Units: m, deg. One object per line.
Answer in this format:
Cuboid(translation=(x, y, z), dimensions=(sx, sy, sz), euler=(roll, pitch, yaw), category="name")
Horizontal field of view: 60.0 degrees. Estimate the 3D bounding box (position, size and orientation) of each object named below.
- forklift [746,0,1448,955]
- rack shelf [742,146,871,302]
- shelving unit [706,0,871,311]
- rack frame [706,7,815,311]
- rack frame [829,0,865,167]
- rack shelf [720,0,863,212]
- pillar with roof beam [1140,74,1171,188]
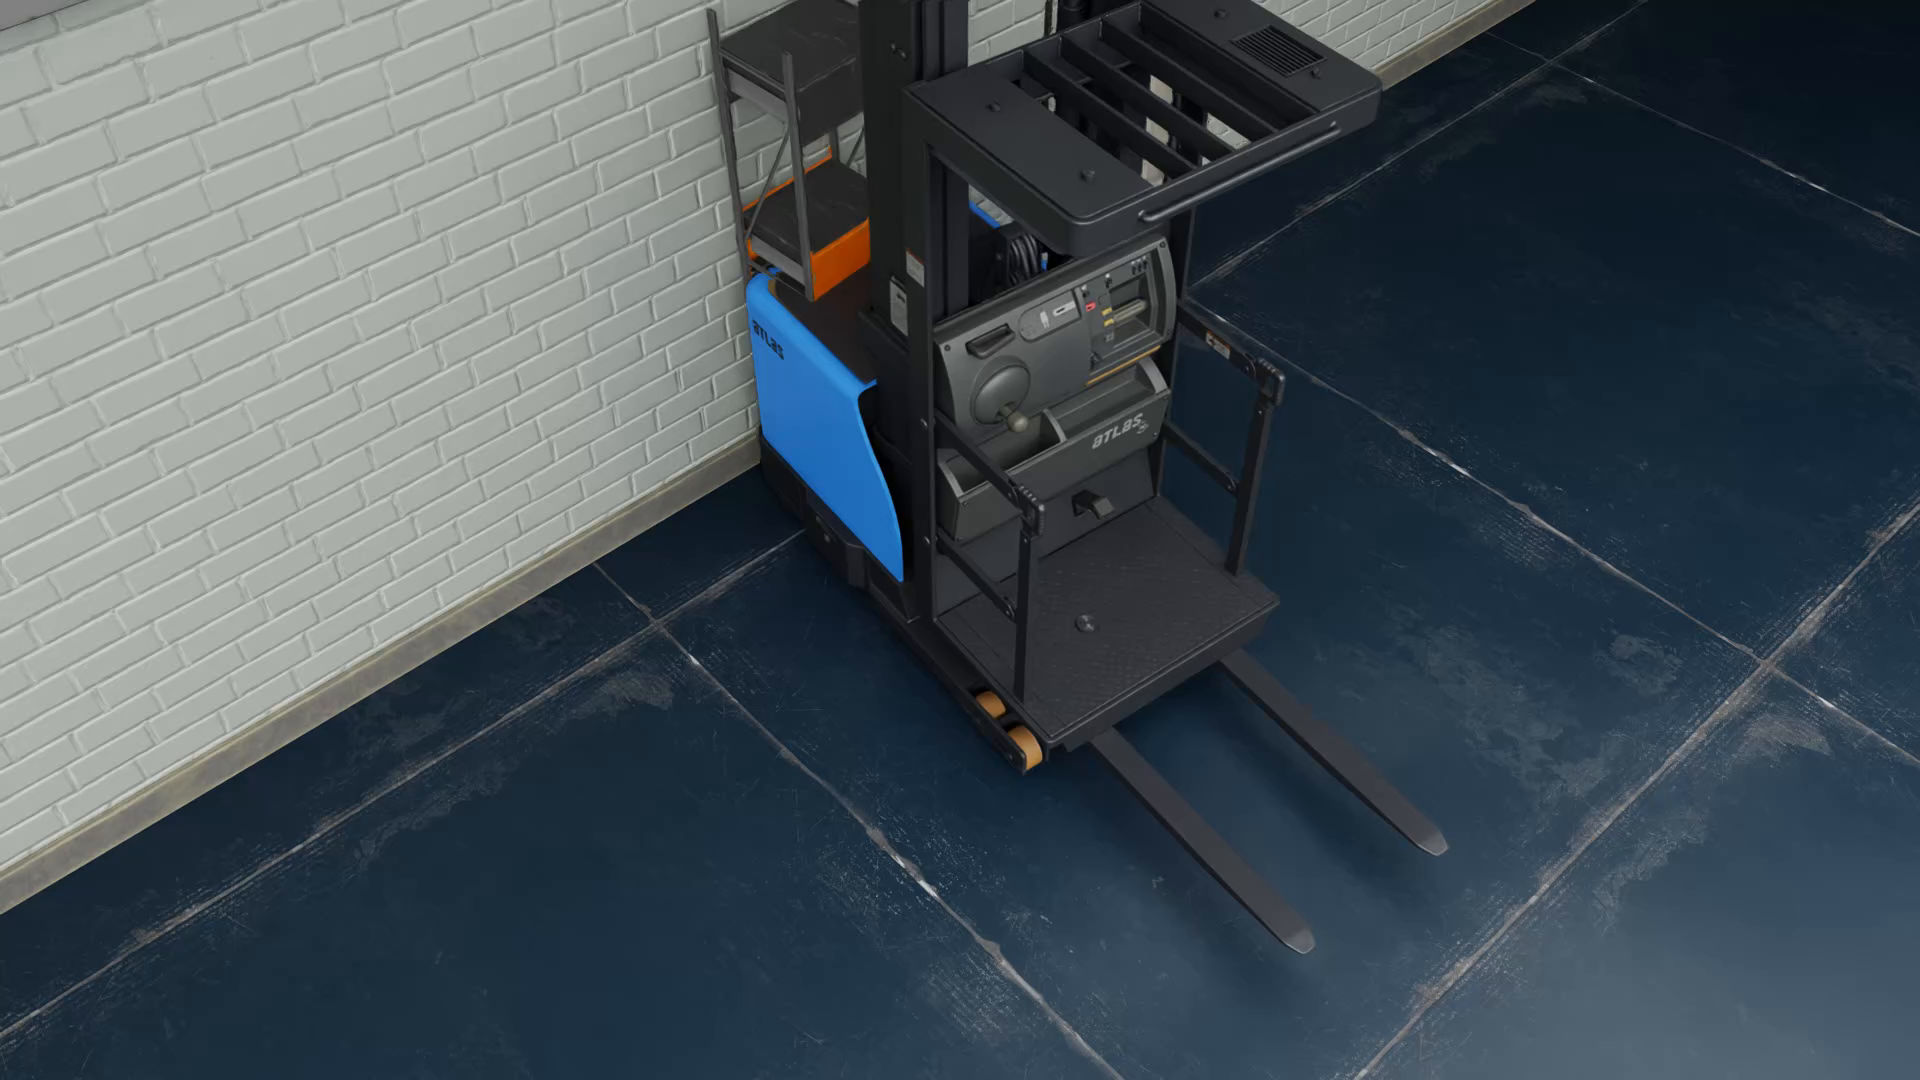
Cuboid(translation=(0.457, -0.577, 5.288), dimensions=(1.130, 2.935, 3.031), euler=(-28, 53, -24), category="forklift")
Cuboid(translation=(-0.510, -1.088, 6.299), dimensions=(0.431, 0.518, 0.480), euler=(36, 58, 27), category="rack shelf")
Cuboid(translation=(-0.510, -1.096, 6.289), dimensions=(0.431, 2.100, 0.503), euler=(36, 58, 27), category="shelving unit")
Cuboid(translation=(-0.678, -0.962, 6.175), dimensions=(0.400, 2.100, 0.015), euler=(36, 58, 27), category="rack frame")
Cuboid(translation=(-0.342, -1.231, 6.403), dimensions=(0.400, 2.100, 0.015), euler=(36, 58, 27), category="rack frame")
Cuboid(translation=(-0.514, -1.543, 5.768), dimensions=(0.431, 0.518, 0.480), euler=(36, 58, 27), category="rack shelf")
Cuboid(translation=(3.723, -2.043, 2.512), dimensions=(0.400, 9.000, 9.100), euler=(-34, 56, -27), category="pillar with roof beam")
